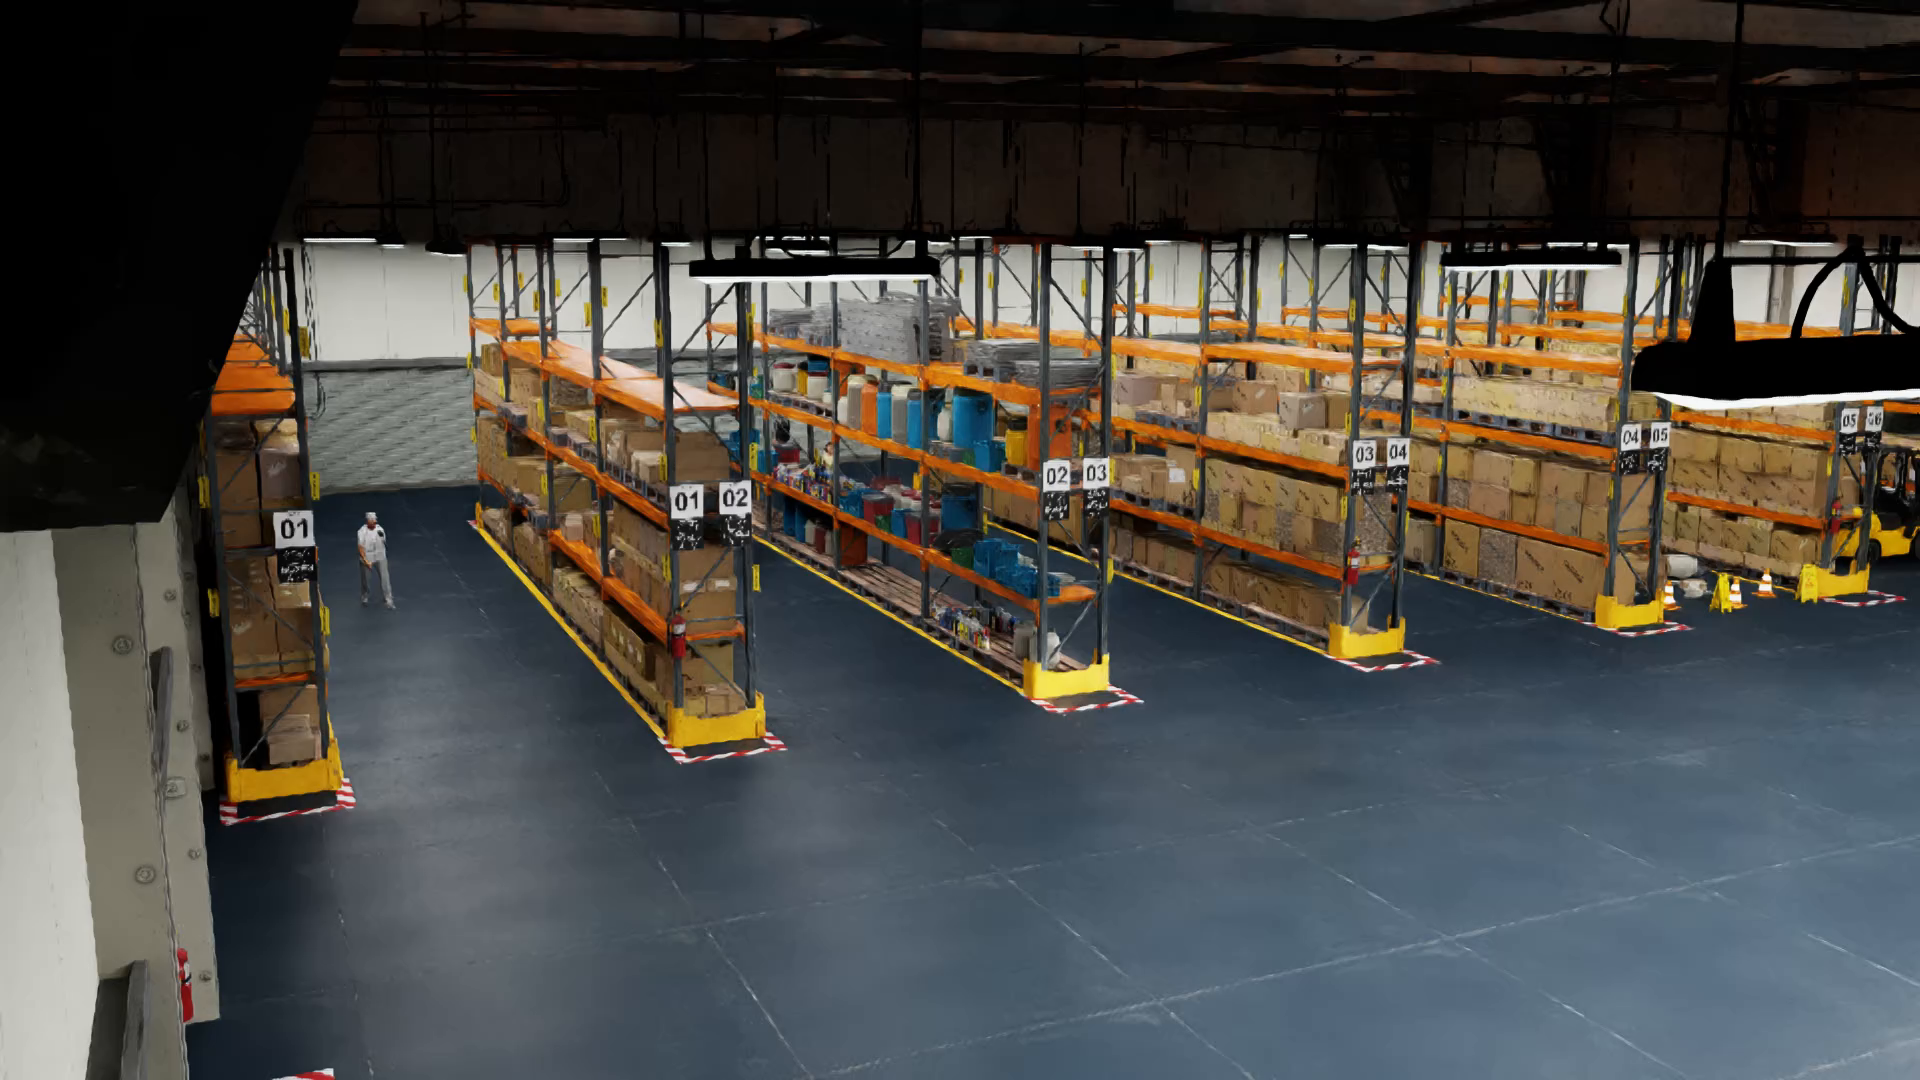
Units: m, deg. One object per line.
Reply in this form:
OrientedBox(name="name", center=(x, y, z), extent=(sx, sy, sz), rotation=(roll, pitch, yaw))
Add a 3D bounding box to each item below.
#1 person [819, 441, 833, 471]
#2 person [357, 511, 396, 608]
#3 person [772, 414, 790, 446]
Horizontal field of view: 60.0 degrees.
OrientedBox(name="person", center=(-2.814, -1.352, 35.841), extent=(0.448, 1.588, 1.110), rotation=(-4, 12, -21))
OrientedBox(name="person", center=(-9.619, 0.312, 27.254), extent=(0.490, 1.597, 0.999), rotation=(-7, 13, -31))
OrientedBox(name="person", center=(-4.516, -2.501, 41.541), extent=(0.521, 1.715, 0.591), rotation=(6, 13, 29))
